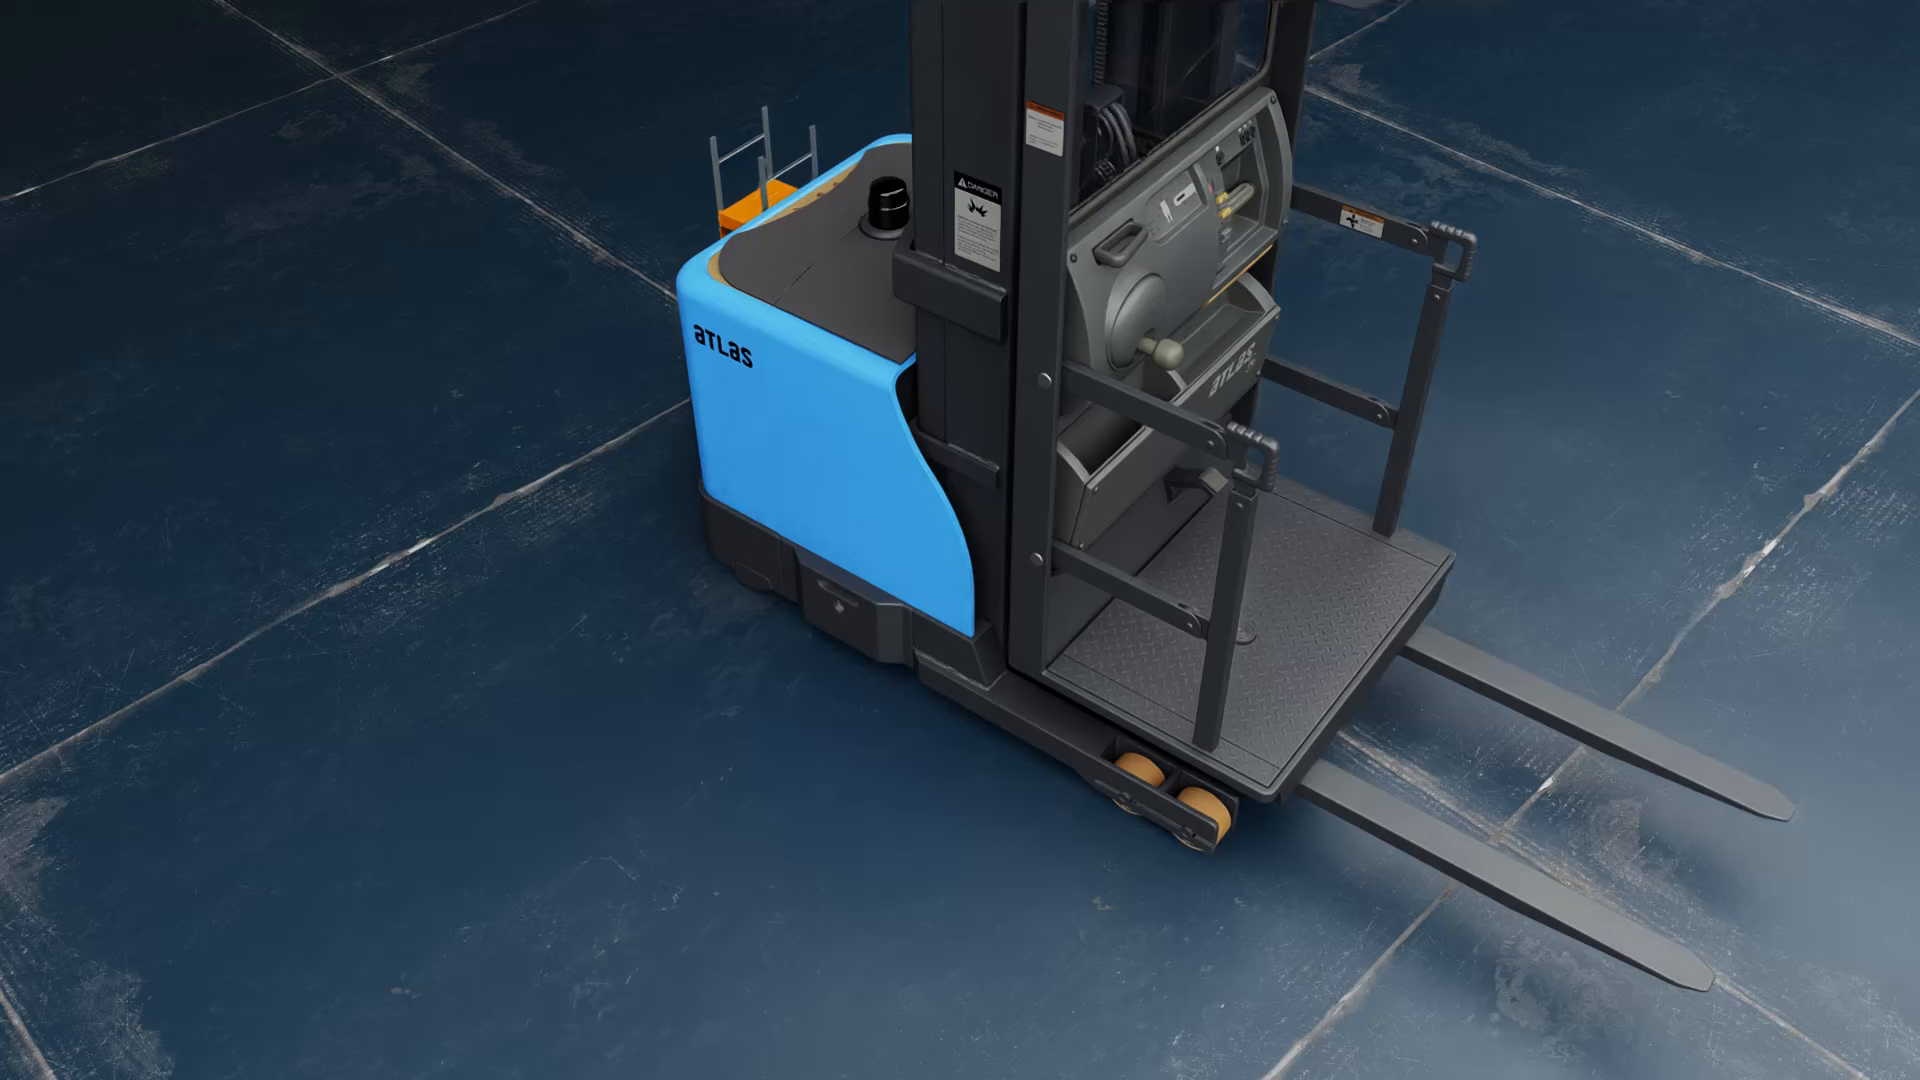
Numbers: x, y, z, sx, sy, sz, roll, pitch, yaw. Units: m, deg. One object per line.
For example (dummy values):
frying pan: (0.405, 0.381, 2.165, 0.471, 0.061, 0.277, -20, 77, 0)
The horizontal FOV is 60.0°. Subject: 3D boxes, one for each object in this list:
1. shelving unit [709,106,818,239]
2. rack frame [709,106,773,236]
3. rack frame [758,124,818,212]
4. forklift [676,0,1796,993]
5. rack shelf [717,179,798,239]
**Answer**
shelving unit: (-0.563, -0.724, 5.150, 0.189, 1.200, 0.258, 27, 49, 26)
rack frame: (-0.636, -0.762, 5.190, 0.006, 1.200, 0.240, 27, 49, 26)
rack frame: (-0.490, -0.687, 5.109, 0.006, 1.200, 0.240, 27, 49, 26)
forklift: (0.699, -0.676, 3.822, 3.031, 2.935, 1.130, 27, 49, 26)
rack shelf: (-0.563, -0.956, 4.936, 0.180, 0.103, 0.258, 27, 49, 26)
